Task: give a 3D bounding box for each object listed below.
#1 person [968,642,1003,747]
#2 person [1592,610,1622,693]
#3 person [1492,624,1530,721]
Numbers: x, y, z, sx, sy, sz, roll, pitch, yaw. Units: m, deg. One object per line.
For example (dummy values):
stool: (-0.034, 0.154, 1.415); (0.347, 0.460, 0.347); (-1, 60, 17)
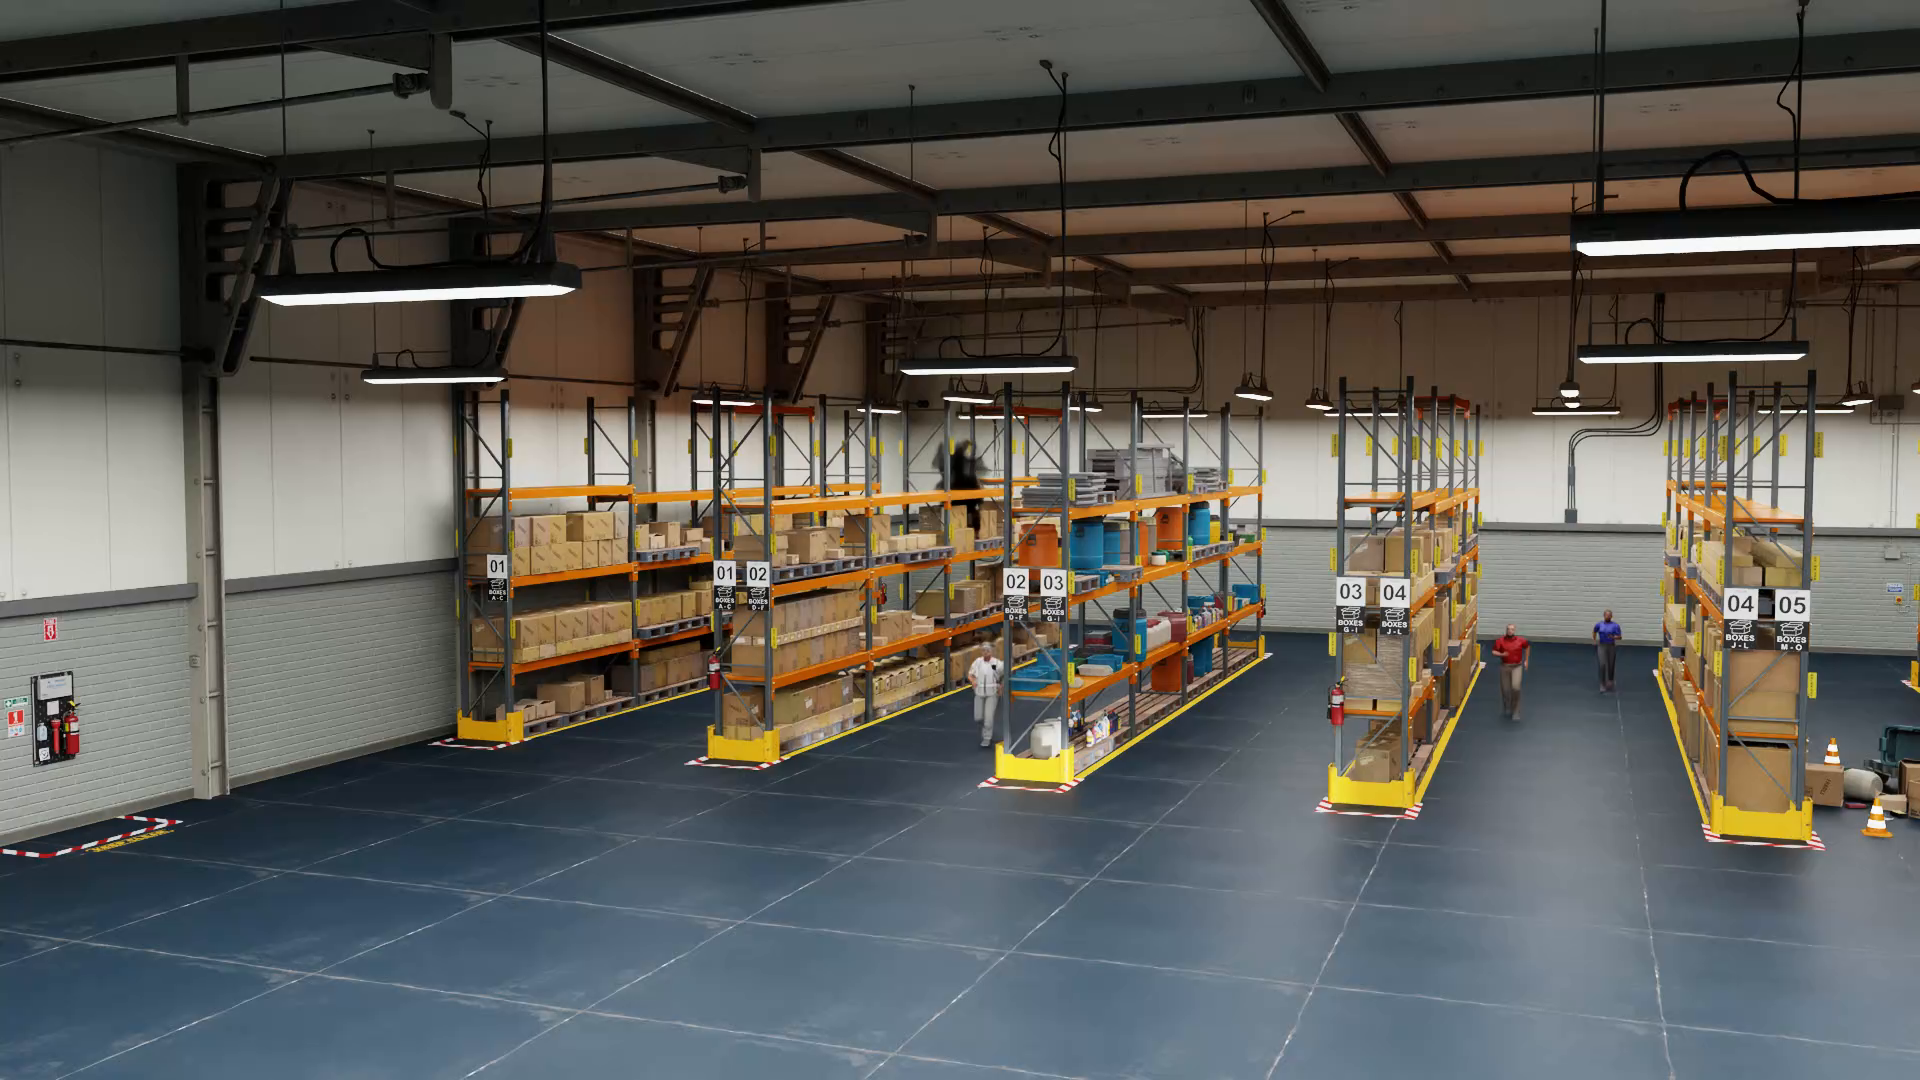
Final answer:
person: (0.465, 2.578, 28.094); (0.668, 1.749, 0.722); (1, 3, 13)
person: (13.328, 2.285, 34.265); (0.570, 1.623, 0.929); (1, 3, 21)
person: (10.205, 2.449, 30.844); (0.647, 1.806, 0.833); (1, 3, 24)
